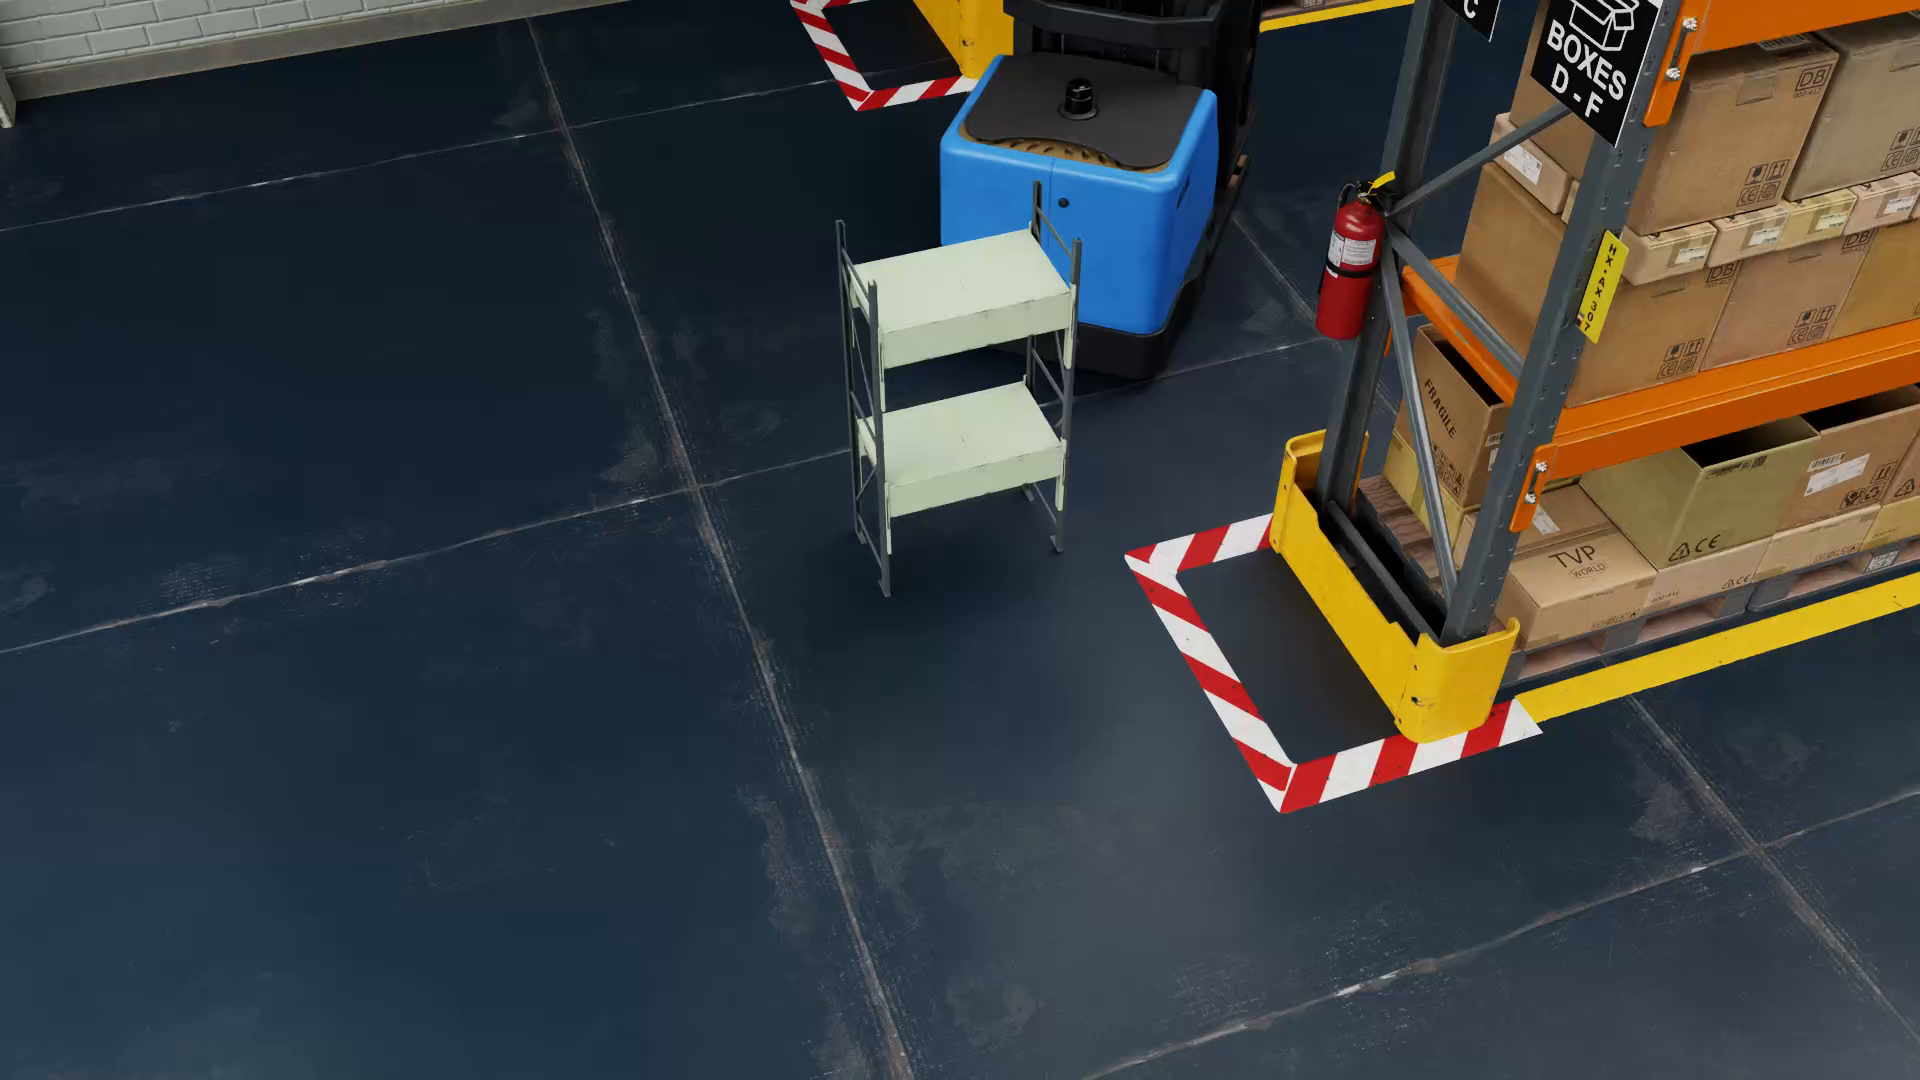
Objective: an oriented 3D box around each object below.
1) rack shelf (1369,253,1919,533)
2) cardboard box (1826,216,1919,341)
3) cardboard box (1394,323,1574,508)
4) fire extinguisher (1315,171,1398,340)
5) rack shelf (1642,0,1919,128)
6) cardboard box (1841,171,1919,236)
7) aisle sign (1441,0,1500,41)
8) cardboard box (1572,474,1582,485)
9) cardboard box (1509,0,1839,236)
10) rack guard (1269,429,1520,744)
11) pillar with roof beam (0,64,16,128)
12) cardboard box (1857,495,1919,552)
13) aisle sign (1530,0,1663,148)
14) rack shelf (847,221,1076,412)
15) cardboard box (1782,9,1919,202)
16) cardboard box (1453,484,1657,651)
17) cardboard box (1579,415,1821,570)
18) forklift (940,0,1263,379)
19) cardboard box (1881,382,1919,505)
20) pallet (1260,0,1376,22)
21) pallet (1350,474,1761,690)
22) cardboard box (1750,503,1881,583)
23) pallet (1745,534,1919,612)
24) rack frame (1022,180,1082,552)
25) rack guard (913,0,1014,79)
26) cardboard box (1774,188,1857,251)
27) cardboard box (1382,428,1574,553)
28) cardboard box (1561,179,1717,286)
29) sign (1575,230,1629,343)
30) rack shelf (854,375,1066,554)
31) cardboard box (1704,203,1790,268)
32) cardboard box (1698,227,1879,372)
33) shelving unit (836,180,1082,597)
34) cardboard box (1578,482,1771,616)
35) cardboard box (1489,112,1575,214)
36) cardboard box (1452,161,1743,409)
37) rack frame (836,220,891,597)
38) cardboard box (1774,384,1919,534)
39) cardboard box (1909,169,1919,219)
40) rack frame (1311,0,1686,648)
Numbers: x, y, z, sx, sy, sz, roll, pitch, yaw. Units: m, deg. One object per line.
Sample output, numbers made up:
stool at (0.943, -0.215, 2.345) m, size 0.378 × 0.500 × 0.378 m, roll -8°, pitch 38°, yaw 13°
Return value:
rack shelf at (3.500, -0.973, 6.110) m, size 4.000 × 0.370 × 1.077 m, roll -14°, pitch 47°, yaw -14°
cardboard box at (3.023, -1.130, 5.688) m, size 0.500 × 0.500 × 0.700 m, roll -14°, pitch 47°, yaw -14°
cardboard box at (2.022, -0.515, 6.261) m, size 0.500 × 0.500 × 0.500 m, roll -14°, pitch 47°, yaw -14°
fire extinguisher at (1.349, -0.999, 5.683) m, size 0.183 × 0.674 × 0.296 m, roll -14°, pitch 47°, yaw -14°
rack shelf at (3.500, -2.032, 5.047) m, size 4.000 × 0.370 × 1.077 m, roll -14°, pitch 47°, yaw -14°
cardboard box at (2.781, -1.144, 5.244) m, size 0.250 × 0.149 × 0.380 m, roll -15°, pitch 47°, yaw -14°
aisle sign at (1.457, -1.843, 4.634) m, size 0.004 × 0.787 × 0.394 m, roll -14°, pitch 47°, yaw -14°
cardboard box at (2.489, -0.377, 6.653) m, size 0.500 × 0.250 × 0.500 m, roll -14°, pitch 47°, yaw -14°
cardboard box at (2.112, -1.355, 4.997) m, size 0.500 × 0.500 × 0.700 m, roll -14°, pitch 47°, yaw -14°
rack guard at (1.596, 0.143, 6.255) m, size 0.348 × 0.500 × 1.175 m, roll -14°, pitch 47°, yaw -14°
pillar with roof beam at (-3.884, -2.596, 2.984) m, size 0.400 × 9.000 × 9.100 m, roll -14°, pitch 47°, yaw -14°
cardboard box at (3.610, -0.264, 6.540) m, size 0.500 × 0.250 × 0.500 m, roll -14°, pitch 47°, yaw -14°
aisle sign at (1.661, -1.443, 4.235) m, size 0.004 × 0.787 × 0.394 m, roll -14°, pitch 47°, yaw -14°
rack shelf at (-0.006, -0.803, 5.941) m, size 0.720 × 0.370 × 0.431 m, roll -14°, pitch 47°, yaw -14°
cardboard box at (2.604, -1.485, 5.126) m, size 0.500 × 0.500 × 0.700 m, roll -15°, pitch 47°, yaw -15°
cardboard box at (2.198, 0.096, 6.181) m, size 0.500 × 0.250 × 0.500 m, roll -14°, pitch 47°, yaw -14°
cardboard box at (2.668, -0.290, 6.037) m, size 0.500 × 0.500 × 0.500 m, roll -14°, pitch 47°, yaw -14°
forklift at (0.861, -2.808, 7.479) m, size 1.130 × 2.935 × 3.031 m, roll 14°, pitch 47°, yaw 13°
cardboard box at (3.610, -0.528, 6.274) m, size 0.500 × 0.500 × 0.500 m, roll -14°, pitch 47°, yaw -14°
pallet at (1.926, -3.541, 10.131) m, size 1.213 × 0.211 × 1.003 m, roll -14°, pitch 47°, yaw -14°
pallet at (2.323, 0.027, 6.574) m, size 1.213 × 0.211 × 1.003 m, roll -14°, pitch 47°, yaw -14°
cardboard box at (3.138, -0.147, 6.423) m, size 0.500 × 0.250 × 0.500 m, roll -14°, pitch 47°, yaw -14°
pallet at (3.469, -0.264, 6.864) m, size 1.213 × 0.211 × 1.003 m, roll -14°, pitch 47°, yaw -14°
rack frame at (0.338, -0.616, 6.305) m, size 0.023 × 1.500 × 0.400 m, roll -14°, pitch 47°, yaw -14°
rack guard at (0.004, -3.181, 9.567) m, size 0.348 × 0.500 × 1.175 m, roll -14°, pitch 47°, yaw -14°
cardboard box at (2.543, -1.085, 5.185) m, size 0.250 × 0.149 × 0.380 m, roll -14°, pitch 47°, yaw -14°
cardboard box at (2.022, -0.249, 6.525) m, size 0.500 × 0.250 × 0.500 m, roll -14°, pitch 47°, yaw -14°
cardboard box at (2.061, -0.961, 5.061) m, size 0.250 × 0.149 × 0.380 m, roll -15°, pitch 47°, yaw -14°
sign at (1.801, -0.708, 4.671) m, size 0.005 × 0.325 × 0.100 m, roll -14°, pitch 47°, yaw -14°
rack shelf at (-0.006, -0.298, 6.448) m, size 0.720 × 0.370 × 0.431 m, roll -14°, pitch 47°, yaw -14°
cardboard box at (2.308, -1.026, 5.126) m, size 0.250 × 0.149 × 0.380 m, roll -15°, pitch 47°, yaw -15°
cardboard box at (2.554, -1.014, 5.572) m, size 0.500 × 0.500 × 0.700 m, roll -13°, pitch 47°, yaw -13°
shelving unit at (-0.006, -0.528, 6.217) m, size 0.755 × 1.500 × 0.431 m, roll -14°, pitch 47°, yaw -14°
cardboard box at (2.667, -0.027, 6.304) m, size 0.500 × 0.250 × 0.500 m, roll -14°, pitch 47°, yaw -14°
cardboard box at (1.913, -1.229, 5.328) m, size 0.250 × 0.149 × 0.380 m, roll -15°, pitch 47°, yaw -15°
cardboard box at (2.062, -0.885, 5.443) m, size 0.500 × 0.500 × 0.700 m, roll -14°, pitch 47°, yaw -14°
rack frame at (-0.351, -0.440, 6.129) m, size 0.023 × 1.500 × 0.400 m, roll -14°, pitch 47°, yaw -14°
cardboard box at (3.134, -0.419, 6.165) m, size 0.500 × 0.500 × 0.500 m, roll -14°, pitch 47°, yaw -14°
cardboard box at (3.031, -1.210, 5.310) m, size 0.250 × 0.149 × 0.380 m, roll -16°, pitch 47°, yaw -15°
rack frame at (1.618, -0.746, 5.375) m, size 0.127 × 3.000 × 1.000 m, roll -14°, pitch 47°, yaw -14°
